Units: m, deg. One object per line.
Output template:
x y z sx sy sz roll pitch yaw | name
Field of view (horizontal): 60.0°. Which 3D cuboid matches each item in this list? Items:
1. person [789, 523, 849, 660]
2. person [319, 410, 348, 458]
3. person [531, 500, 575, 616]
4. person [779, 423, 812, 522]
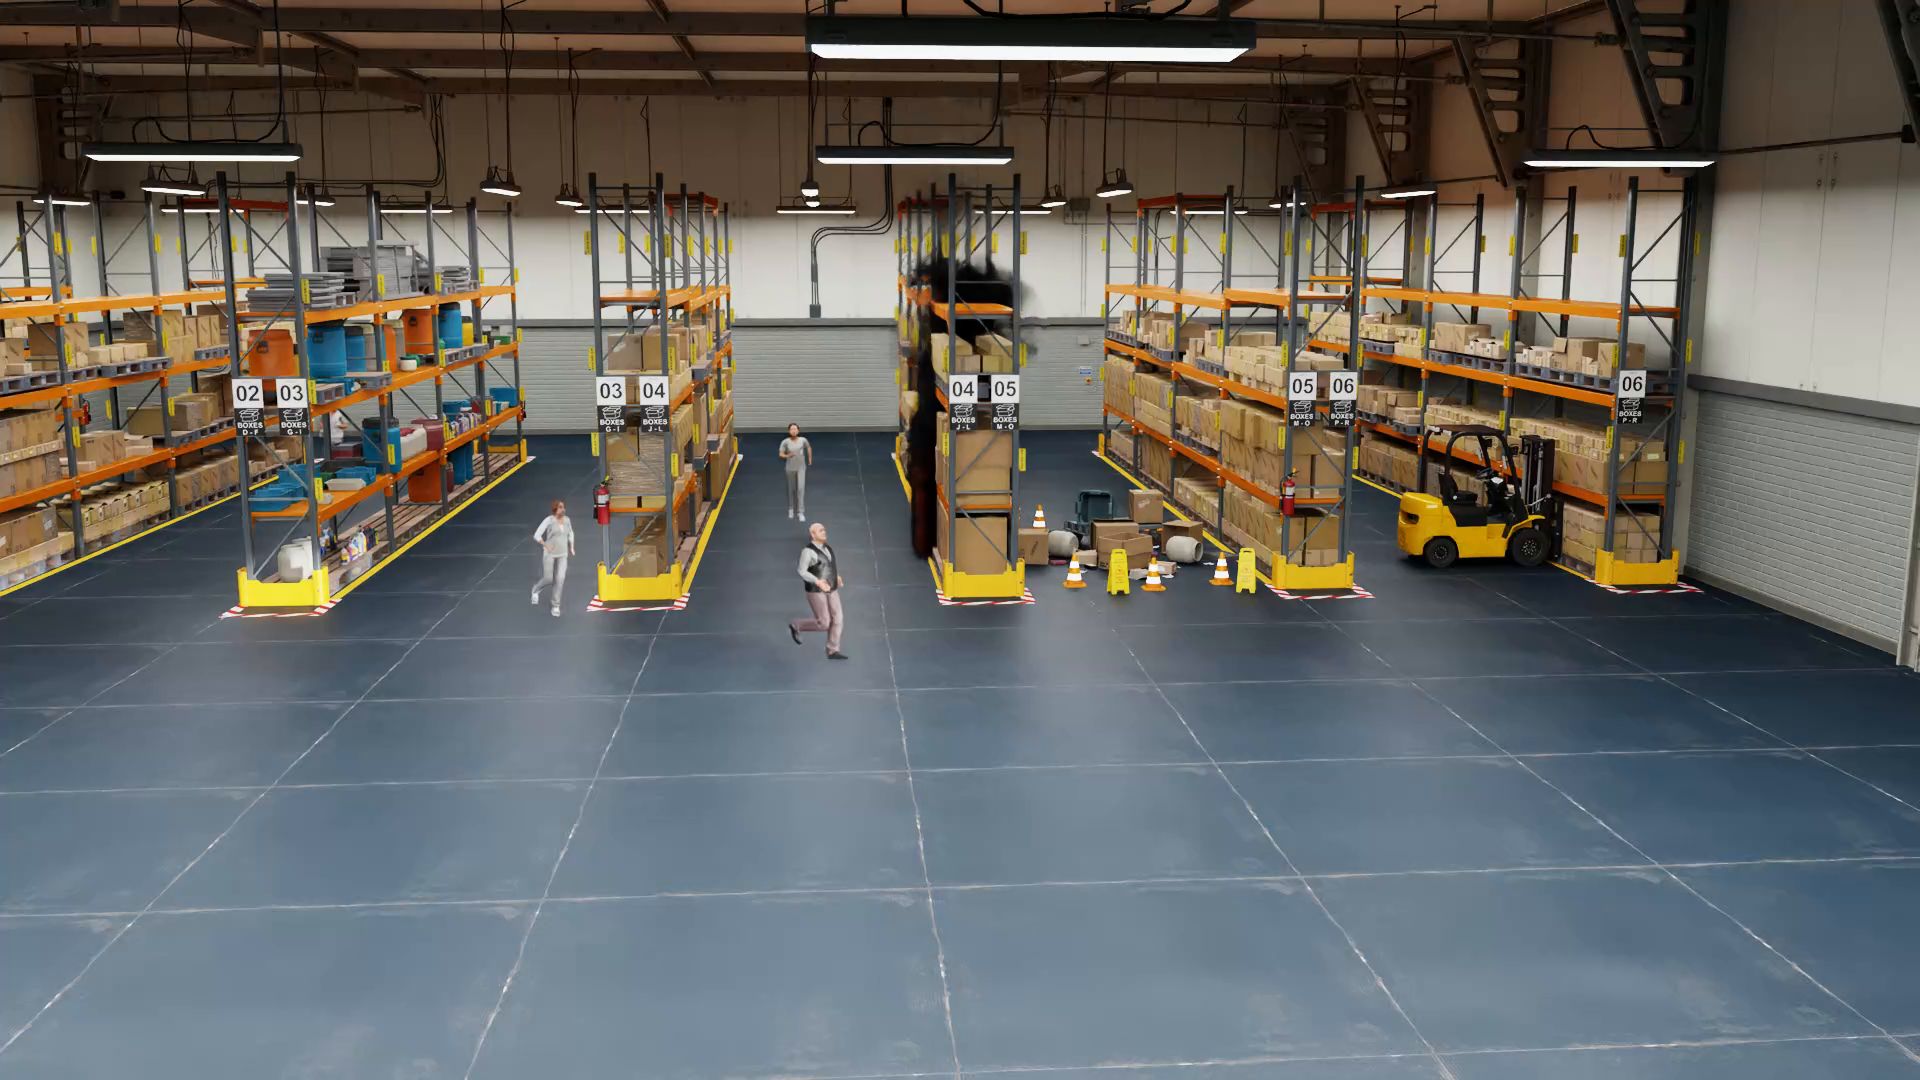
-1.697 0.631 20.378 0.814 1.687 0.676 6 12 31 | person
-13.461 -2.137 35.701 0.634 1.835 0.708 -2 10 -10 | person
-5.563 0.220 22.967 0.601 1.551 0.814 -7 12 -35 | person
-2.853 -1.184 28.918 0.574 1.695 0.962 -2 10 -9 | person
